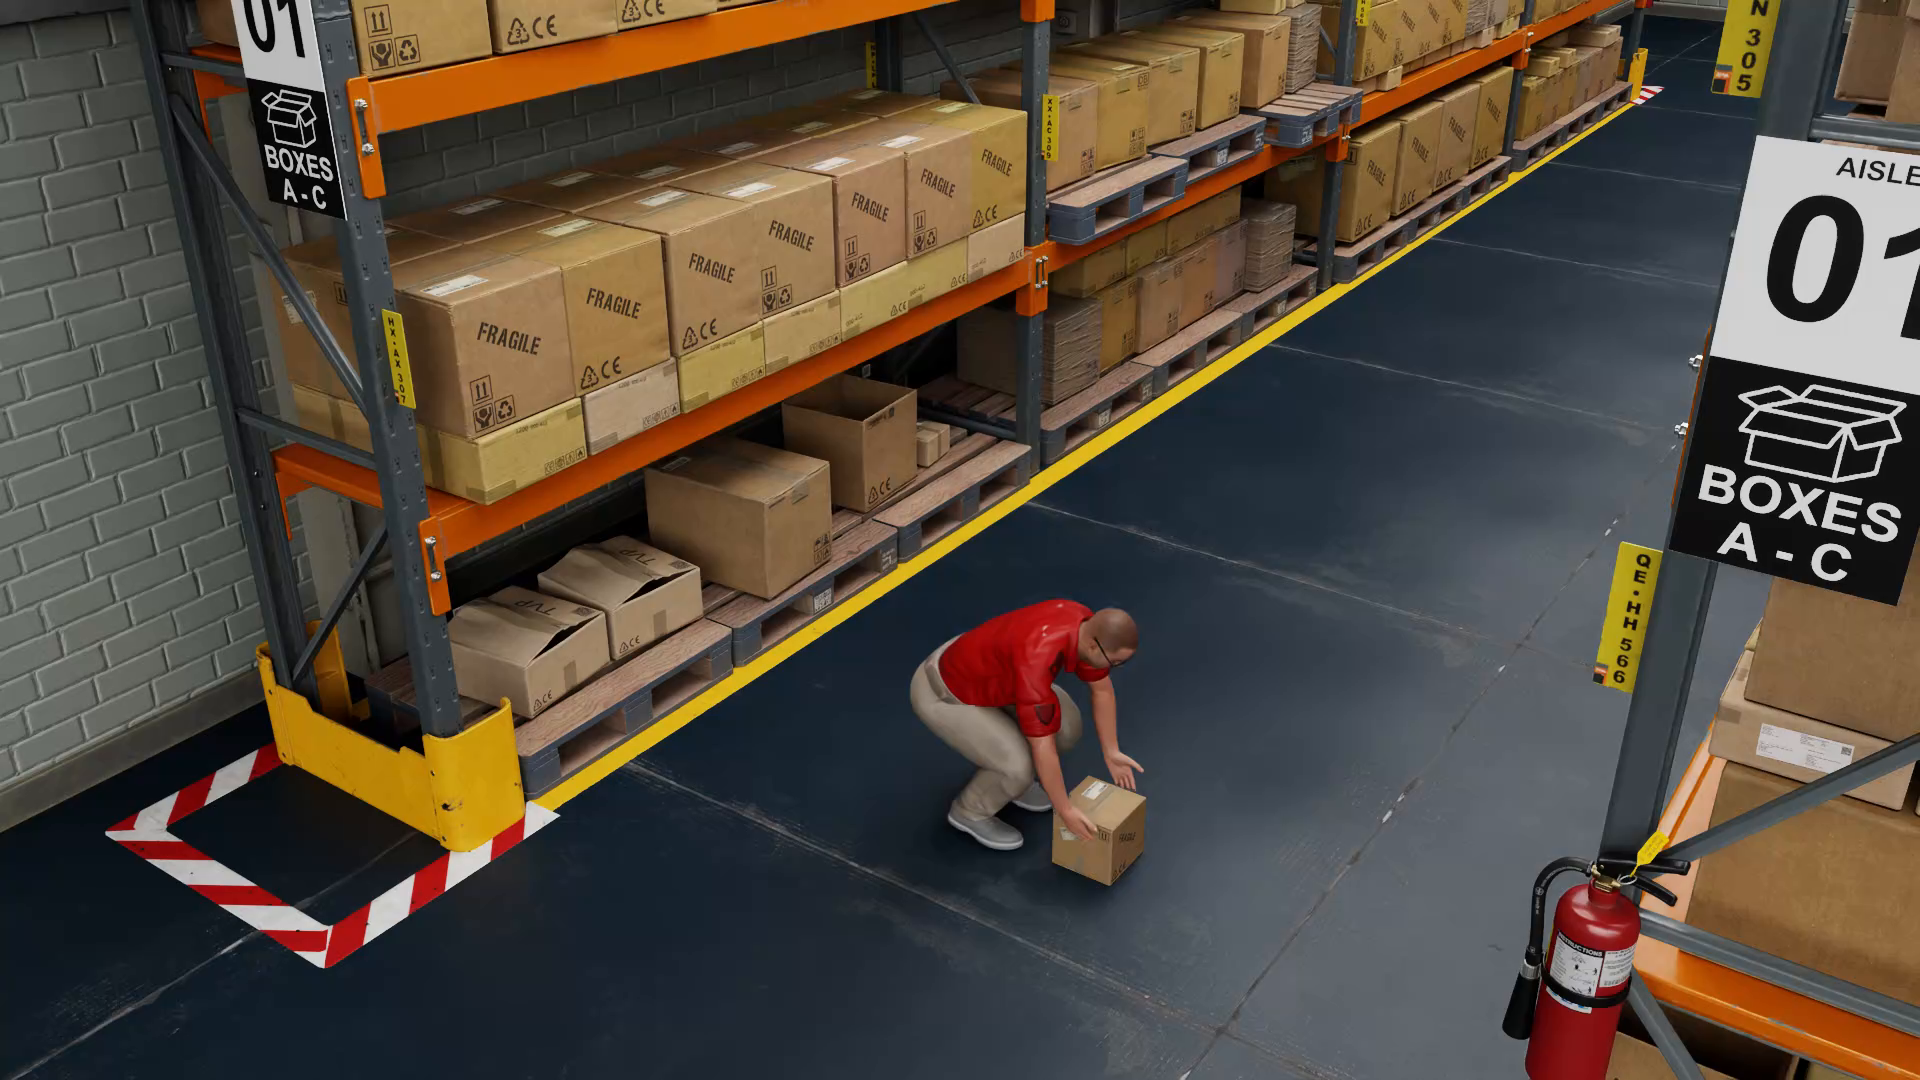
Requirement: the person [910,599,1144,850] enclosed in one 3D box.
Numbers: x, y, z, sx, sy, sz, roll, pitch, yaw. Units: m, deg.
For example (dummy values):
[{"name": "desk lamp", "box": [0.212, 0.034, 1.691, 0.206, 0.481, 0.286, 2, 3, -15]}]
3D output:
[{"name": "person", "box": [0.266, 0.632, 6.183, 0.824, 1.013, 0.563, 17, 31, 30]}]
